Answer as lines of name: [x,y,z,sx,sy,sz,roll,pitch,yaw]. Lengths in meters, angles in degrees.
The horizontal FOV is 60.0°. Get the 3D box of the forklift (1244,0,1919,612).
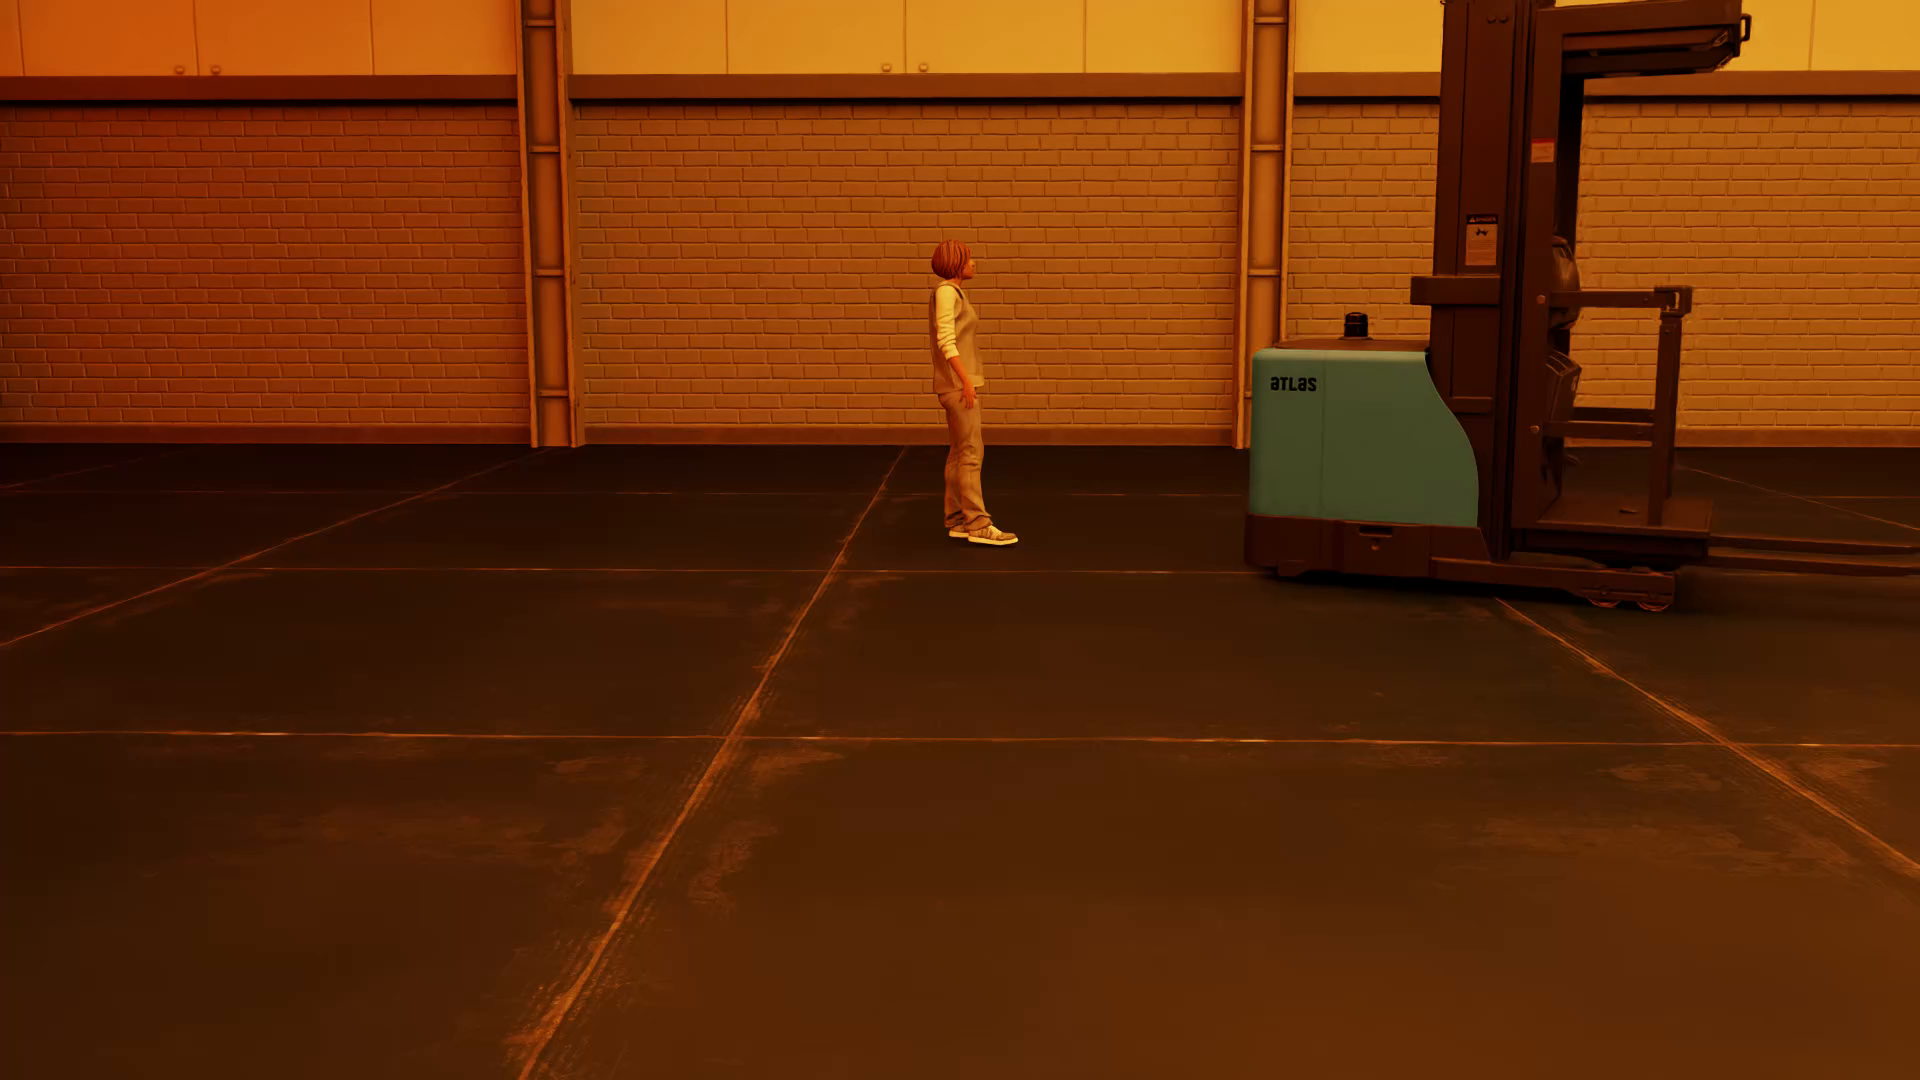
forklift: [2.896,-1.237,7.396,3.031,2.935,1.130,4,10,25]

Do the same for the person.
person: [0.073,-0.794,8.864,0.475,1.597,0.520,0,9,1]
